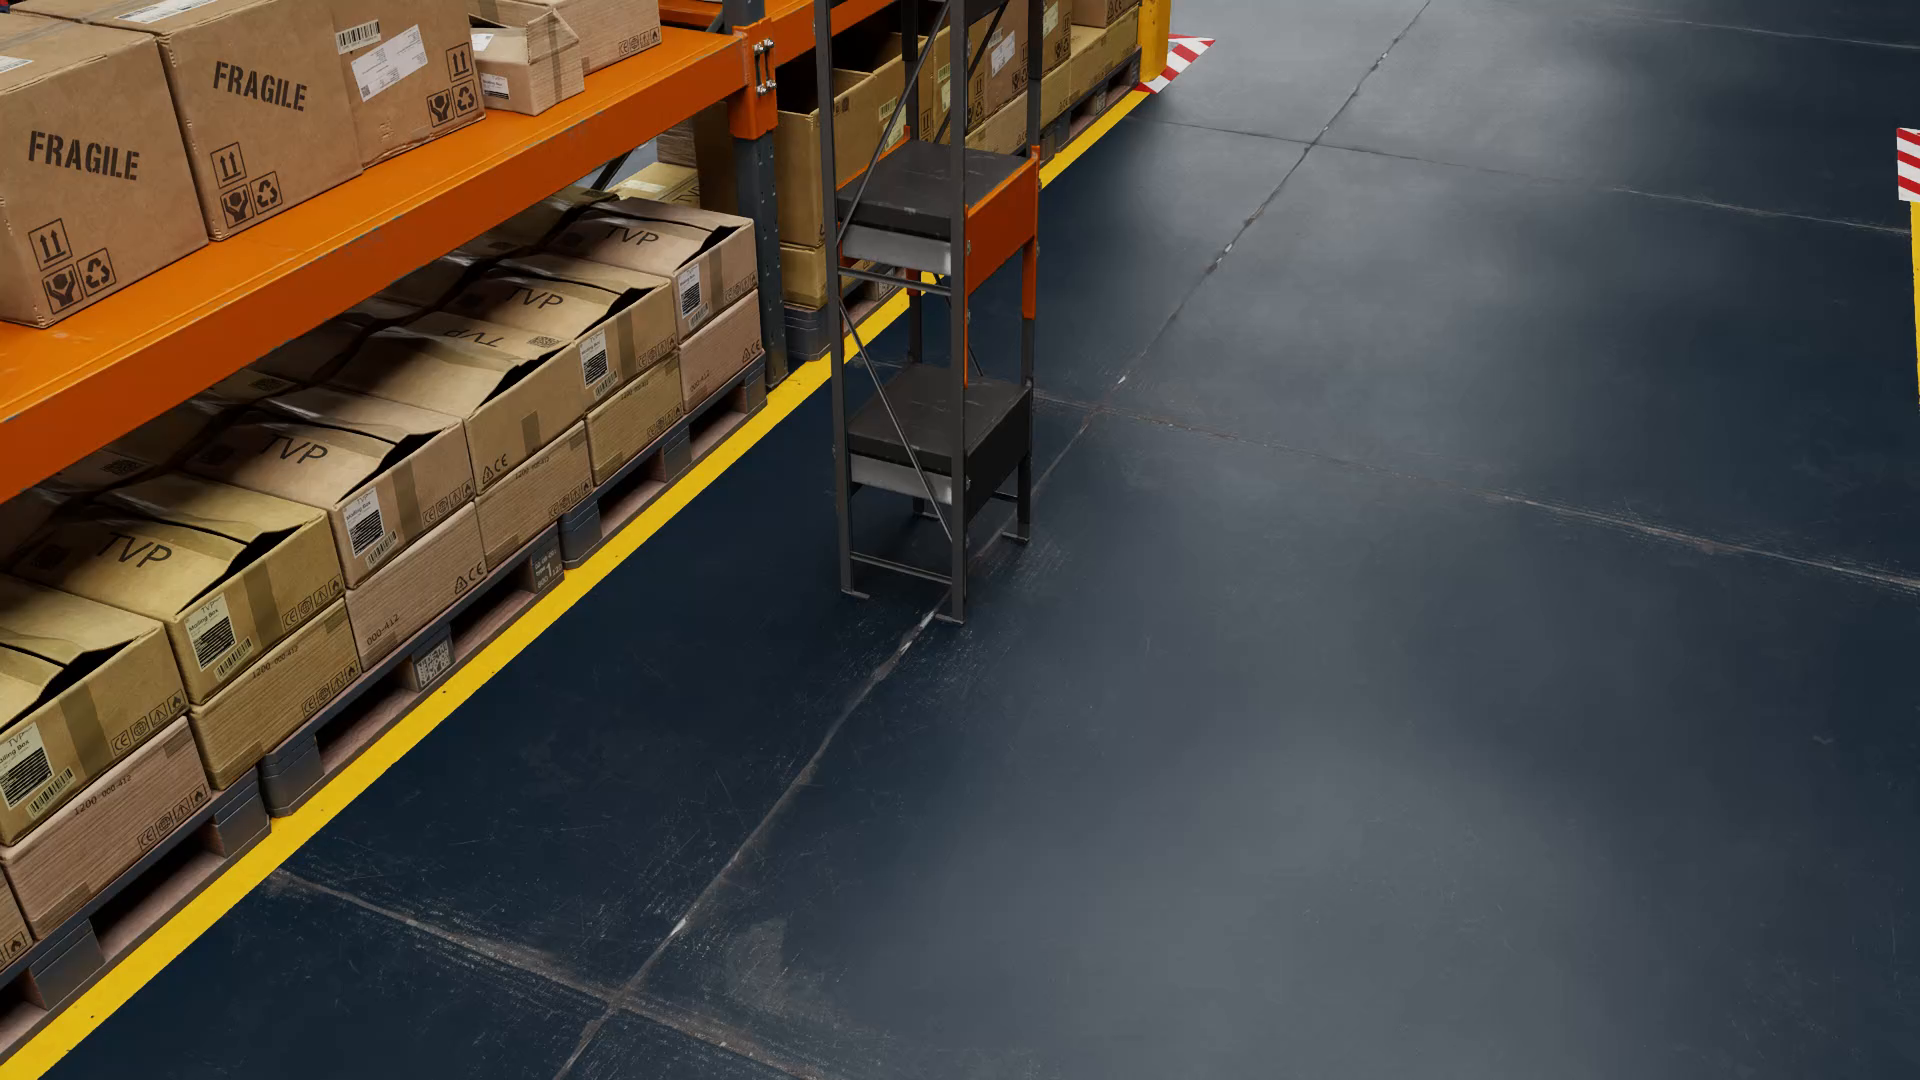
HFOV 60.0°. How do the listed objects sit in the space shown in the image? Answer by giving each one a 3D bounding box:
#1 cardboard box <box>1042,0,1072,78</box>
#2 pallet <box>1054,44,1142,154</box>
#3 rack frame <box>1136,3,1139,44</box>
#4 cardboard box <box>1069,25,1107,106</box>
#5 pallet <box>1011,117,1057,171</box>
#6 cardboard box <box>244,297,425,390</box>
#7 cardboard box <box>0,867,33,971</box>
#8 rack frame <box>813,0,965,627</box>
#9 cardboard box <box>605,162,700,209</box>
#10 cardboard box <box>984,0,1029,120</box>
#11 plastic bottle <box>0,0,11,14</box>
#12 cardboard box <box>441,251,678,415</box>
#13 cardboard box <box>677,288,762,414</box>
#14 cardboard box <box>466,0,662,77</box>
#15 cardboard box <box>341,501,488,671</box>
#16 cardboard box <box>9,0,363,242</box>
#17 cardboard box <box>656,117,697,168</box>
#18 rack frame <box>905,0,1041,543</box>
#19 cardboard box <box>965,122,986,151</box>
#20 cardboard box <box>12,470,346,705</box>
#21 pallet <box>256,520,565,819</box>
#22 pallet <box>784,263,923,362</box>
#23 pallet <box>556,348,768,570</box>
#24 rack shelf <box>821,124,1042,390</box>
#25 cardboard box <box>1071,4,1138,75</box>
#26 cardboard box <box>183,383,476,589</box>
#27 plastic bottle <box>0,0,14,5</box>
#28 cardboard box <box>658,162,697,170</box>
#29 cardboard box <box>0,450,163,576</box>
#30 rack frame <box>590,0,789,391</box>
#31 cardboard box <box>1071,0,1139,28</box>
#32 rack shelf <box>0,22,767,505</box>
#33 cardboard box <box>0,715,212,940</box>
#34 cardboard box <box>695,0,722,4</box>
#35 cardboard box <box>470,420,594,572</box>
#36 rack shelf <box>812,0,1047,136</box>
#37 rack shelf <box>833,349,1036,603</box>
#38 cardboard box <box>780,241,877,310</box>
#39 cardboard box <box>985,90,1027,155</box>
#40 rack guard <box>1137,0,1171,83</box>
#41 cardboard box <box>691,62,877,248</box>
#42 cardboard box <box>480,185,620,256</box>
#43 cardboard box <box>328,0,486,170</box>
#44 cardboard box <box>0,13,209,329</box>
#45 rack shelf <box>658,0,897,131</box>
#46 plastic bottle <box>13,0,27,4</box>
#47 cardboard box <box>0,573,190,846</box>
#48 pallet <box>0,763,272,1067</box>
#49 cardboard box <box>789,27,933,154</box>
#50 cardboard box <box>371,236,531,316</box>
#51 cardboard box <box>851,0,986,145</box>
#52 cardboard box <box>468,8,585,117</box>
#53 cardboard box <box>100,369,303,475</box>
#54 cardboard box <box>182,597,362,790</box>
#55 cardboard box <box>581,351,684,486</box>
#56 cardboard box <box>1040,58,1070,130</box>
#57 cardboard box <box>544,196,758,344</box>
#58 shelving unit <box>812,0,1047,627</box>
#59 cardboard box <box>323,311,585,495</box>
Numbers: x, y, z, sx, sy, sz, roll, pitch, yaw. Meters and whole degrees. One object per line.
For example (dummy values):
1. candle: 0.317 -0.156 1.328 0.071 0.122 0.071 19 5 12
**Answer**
1. cardboard box: 0.199 -2.440 7.677 0.500 0.500 0.500 14 36 20
2. pallet: 0.276 -2.381 8.689 1.003 0.211 1.213 14 36 20
3. rack frame: 0.558 -3.938 8.520 1.000 3.000 0.127 14 36 20
4. cardboard box: 0.404 -2.377 8.264 0.500 0.250 0.500 14 36 20
5. pallet: -0.235 -1.776 7.766 1.003 0.211 1.213 14 36 20
6. cardboard box: -1.944 -0.551 4.968 0.500 0.311 0.500 13 35 19
7. cardboard box: -2.303 0.827 3.377 0.500 0.250 0.500 14 36 20
8. rack frame: -0.171 -0.674 4.363 0.400 2.100 0.015 14 36 20
9. cardboard box: -1.120 -1.253 6.549 0.500 0.250 0.500 14 36 20
10. cardboard box: -0.011 -2.192 7.298 0.500 0.500 0.500 14 36 20
11. plastic bottle: -4.819 -2.561 8.435 0.144 0.351 0.185 13 35 18
12. cardboard box: -1.236 -0.678 5.162 0.500 0.311 0.500 15 36 22
13. cardboard box: -1.025 -0.698 5.704 0.500 0.250 0.500 14 36 20
14. cardboard box: -1.282 -1.628 5.134 0.500 0.250 0.500 17 37 23
15. cardboard box: -1.667 0.061 4.546 0.500 0.250 0.500 15 36 21
16. cardboard box: -1.881 -1.097 4.096 0.500 0.500 0.500 14 36 21
17. cardboard box: -0.900 -1.813 6.719 0.500 0.500 0.500 14 36 20
18. rack frame: 0.033 -0.917 4.734 0.400 2.100 0.015 14 36 20
19. cardboard box: -0.218 -1.629 7.123 0.500 0.250 0.500 14 36 20
20. cardboard box: -1.875 0.076 4.012 0.500 0.311 0.500 13 35 19
21. pallet: -1.897 0.206 4.743 1.003 0.211 1.213 14 36 20
22. pallet: -0.745 -1.166 6.836 1.003 0.211 1.213 14 36 20
23. pallet: -1.388 -0.404 5.673 1.003 0.211 1.213 14 36 20
24. rack shelf: -0.069 -0.784 4.556 0.431 0.518 0.480 14 36 20
25. cardboard box: 0.602 -2.629 8.648 0.500 0.250 0.500 14 36 20
26. cardboard box: -1.661 -0.180 4.403 0.500 0.311 0.500 14 36 20
27. plastic bottle: -5.251 -2.966 9.125 0.097 0.271 0.097 0 33 0
28. cardboard box: -0.902 -1.499 6.926 0.500 0.250 0.500 14 36 20
29. cardboard box: -2.368 -0.042 4.192 0.500 0.311 0.500 14 36 20
30. rack frame: -1.115 -1.946 5.482 1.000 3.000 0.127 14 36 20
31. cardboard box: 0.604 -2.942 8.442 0.500 0.500 0.500 14 36 20
32. rack shelf: -1.952 -0.649 4.160 1.077 0.370 4.000 14 36 20
33. cardboard box: -2.093 0.577 3.760 0.500 0.250 0.500 13 35 19
34. cardboard box: -0.935 -2.210 5.794 0.700 0.500 0.500 13 36 19
35. cardboard box: -1.452 -0.192 4.932 0.500 0.250 0.500 15 36 22
36. rack shelf: -0.069 -1.370 4.172 0.431 0.518 0.480 14 36 20
37. rack shelf: -0.069 -0.199 4.940 0.431 0.518 0.480 14 36 20
38. cardboard box: -0.646 -1.133 6.367 0.500 0.250 0.500 14 36 20
39. cardboard box: -0.014 -1.879 7.505 0.500 0.250 0.500 14 36 20
40. rack guard: 0.568 -2.905 9.224 1.175 0.500 0.348 14 36 20
41. cardboard box: -0.637 -1.444 6.158 0.500 0.500 0.500 14 36 20
42. cardboard box: -1.514 -1.057 5.740 0.500 0.311 0.500 14 36 21
43. cardboard box: -1.672 -1.346 4.477 0.500 0.500 0.500 17 37 24
44. cardboard box: -2.102 -0.835 3.696 0.500 0.500 0.500 12 35 18
45. rack shelf: -0.279 -2.641 7.198 1.077 0.370 4.000 14 36 20
46. plastic bottle: -5.208 -2.989 9.223 0.097 0.201 0.097 0 33 0
47. cardboard box: -2.091 0.329 3.626 0.500 0.311 0.500 13 36 19
48. pallet: -2.409 0.812 3.820 1.003 0.211 1.213 14 36 20
49. cardboard box: -0.435 -1.695 6.540 0.500 0.500 0.500 14 36 20
50. cardboard box: -1.729 -0.809 5.362 0.500 0.311 0.500 14 36 20
51. cardboard box: -0.219 -1.942 6.917 0.500 0.500 0.500 14 36 20
52. cardboard box: -1.316 -1.409 4.787 0.396 0.266 0.258 13 36 19
53. cardboard box: -2.156 -0.291 4.572 0.500 0.311 0.500 15 36 22
54. cardboard box: -1.881 0.316 4.157 0.500 0.250 0.500 13 36 19
55. cardboard box: -1.239 -0.447 5.321 0.500 0.250 0.500 14 36 20
56. cardboard box: 0.196 -2.128 7.884 0.500 0.250 0.500 14 36 20
57. cardboard box: -1.024 -0.939 5.559 0.500 0.311 0.500 14 36 20
58. shelving unit: -0.069 -0.796 4.549 0.431 2.100 0.503 14 36 20
59. cardboard box: -1.447 -0.430 4.783 0.500 0.311 0.500 14 36 20
